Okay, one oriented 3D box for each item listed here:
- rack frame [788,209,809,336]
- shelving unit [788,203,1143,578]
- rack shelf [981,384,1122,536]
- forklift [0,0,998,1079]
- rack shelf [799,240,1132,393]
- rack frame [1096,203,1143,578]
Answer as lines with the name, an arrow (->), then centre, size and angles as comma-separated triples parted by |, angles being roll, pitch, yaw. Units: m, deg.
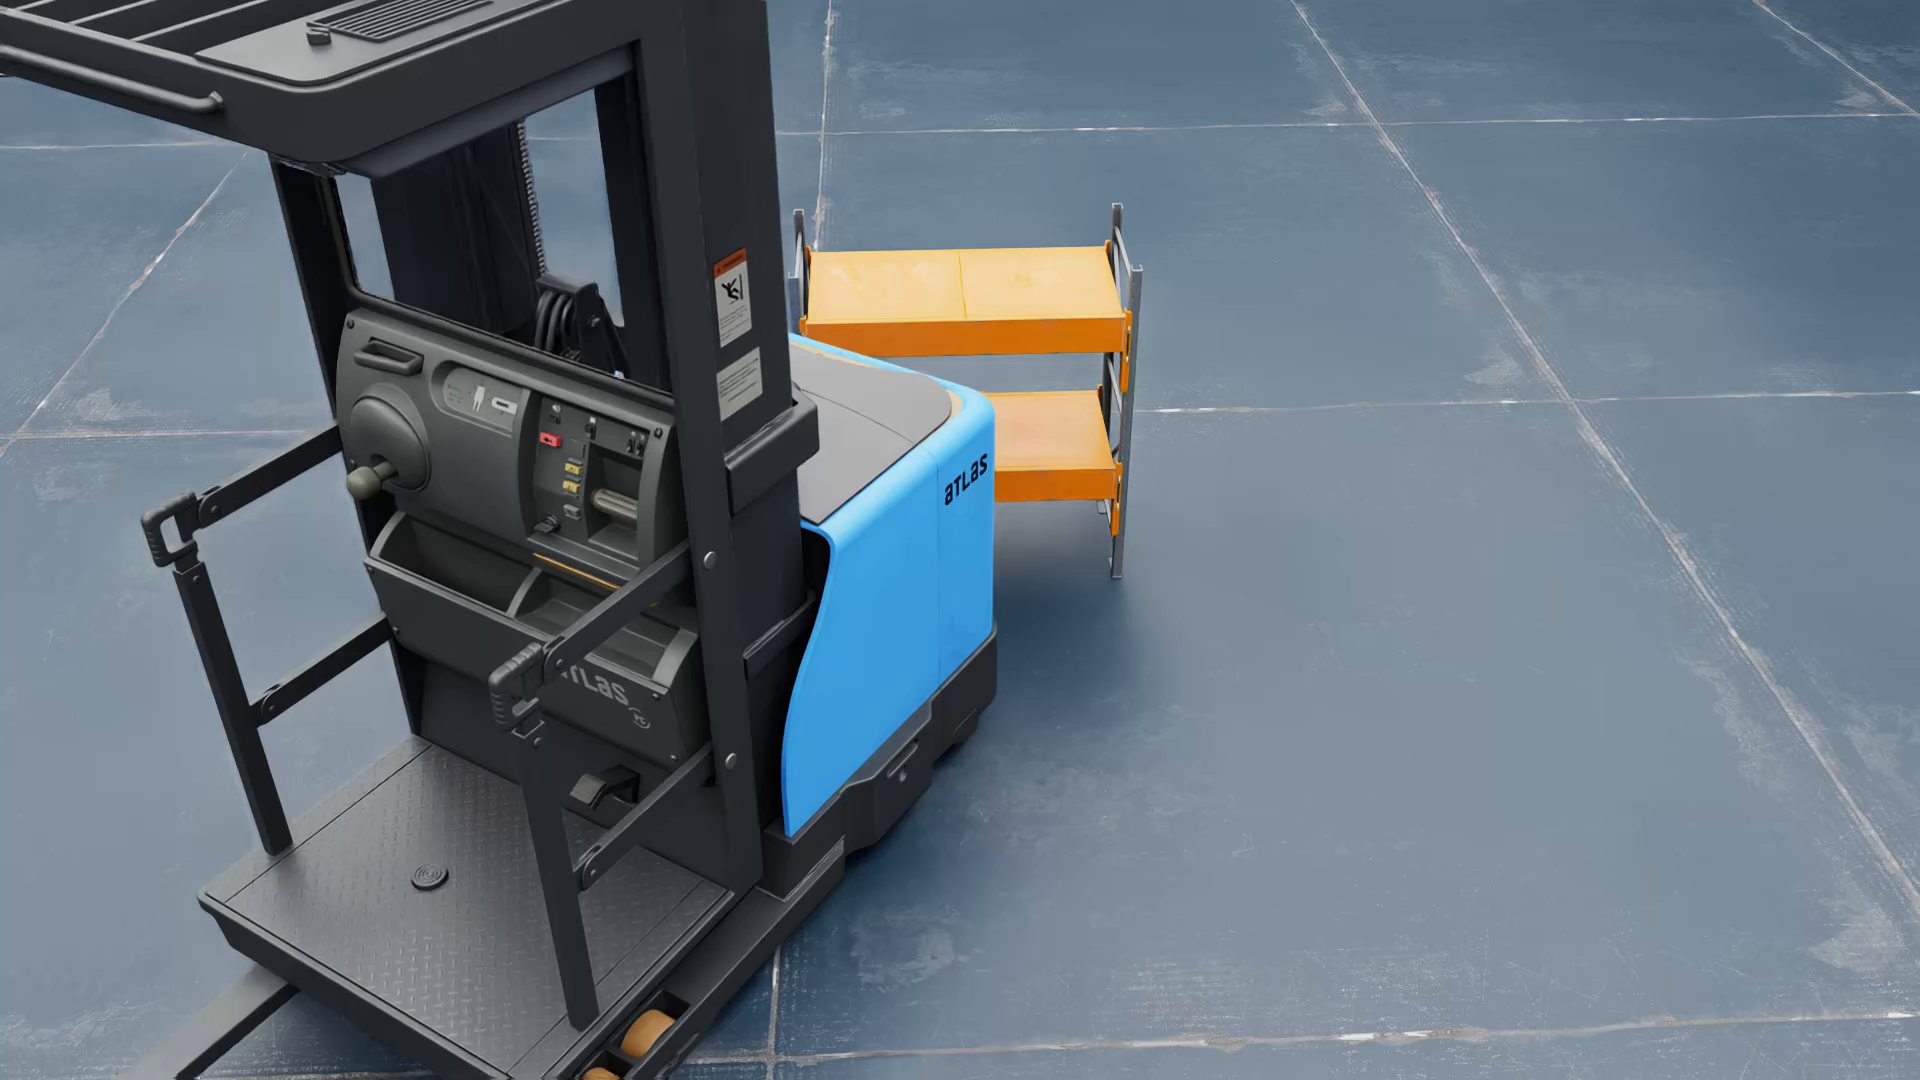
rack frame -> -0.501, -0.449, 5.410 | 0.032, 1.125, 0.500 | -2, 35, -2
shelving unit -> 0.007, -0.463, 5.430 | 1.048, 1.125, 0.538 | -2, 35, -2
rack shelf -> 0.007, -0.262, 5.569 | 1.000, 0.278, 0.538 | -2, 35, -2
forklift -> -1.095, -0.143, 3.381 | 1.130, 2.935, 3.031 | 19, 39, 26
rack shelf -> 0.007, -0.703, 5.264 | 1.000, 0.278, 0.538 | -2, 35, -2
rack frame -> 0.515, -0.476, 5.450 | 0.032, 1.125, 0.500 | -2, 35, -2
